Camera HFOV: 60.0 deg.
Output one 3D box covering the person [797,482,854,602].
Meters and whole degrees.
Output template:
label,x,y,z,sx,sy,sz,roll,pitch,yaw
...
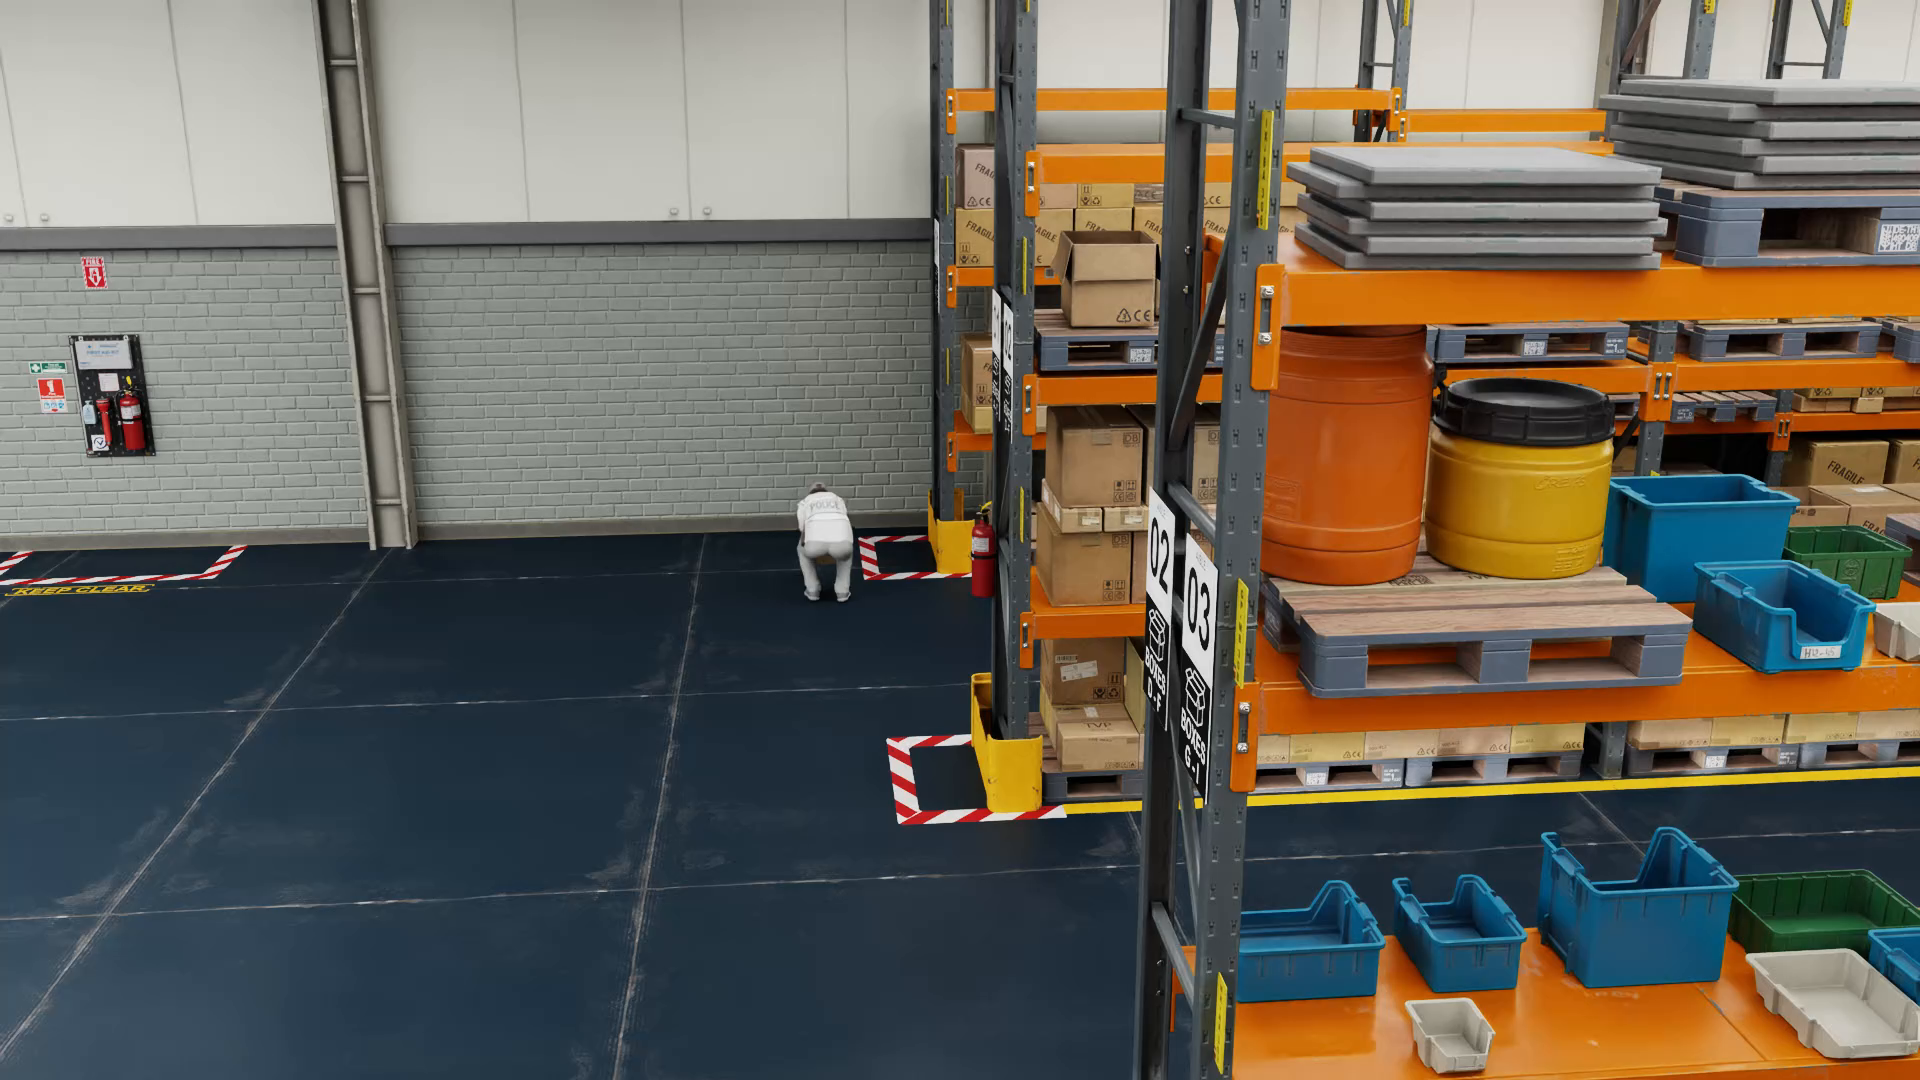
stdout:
label,x,y,z,sx,sy,sz,roll,pitch,yaw
person,-1.190,0.033,14.692,0.503,0.941,0.901,-2,17,-7
